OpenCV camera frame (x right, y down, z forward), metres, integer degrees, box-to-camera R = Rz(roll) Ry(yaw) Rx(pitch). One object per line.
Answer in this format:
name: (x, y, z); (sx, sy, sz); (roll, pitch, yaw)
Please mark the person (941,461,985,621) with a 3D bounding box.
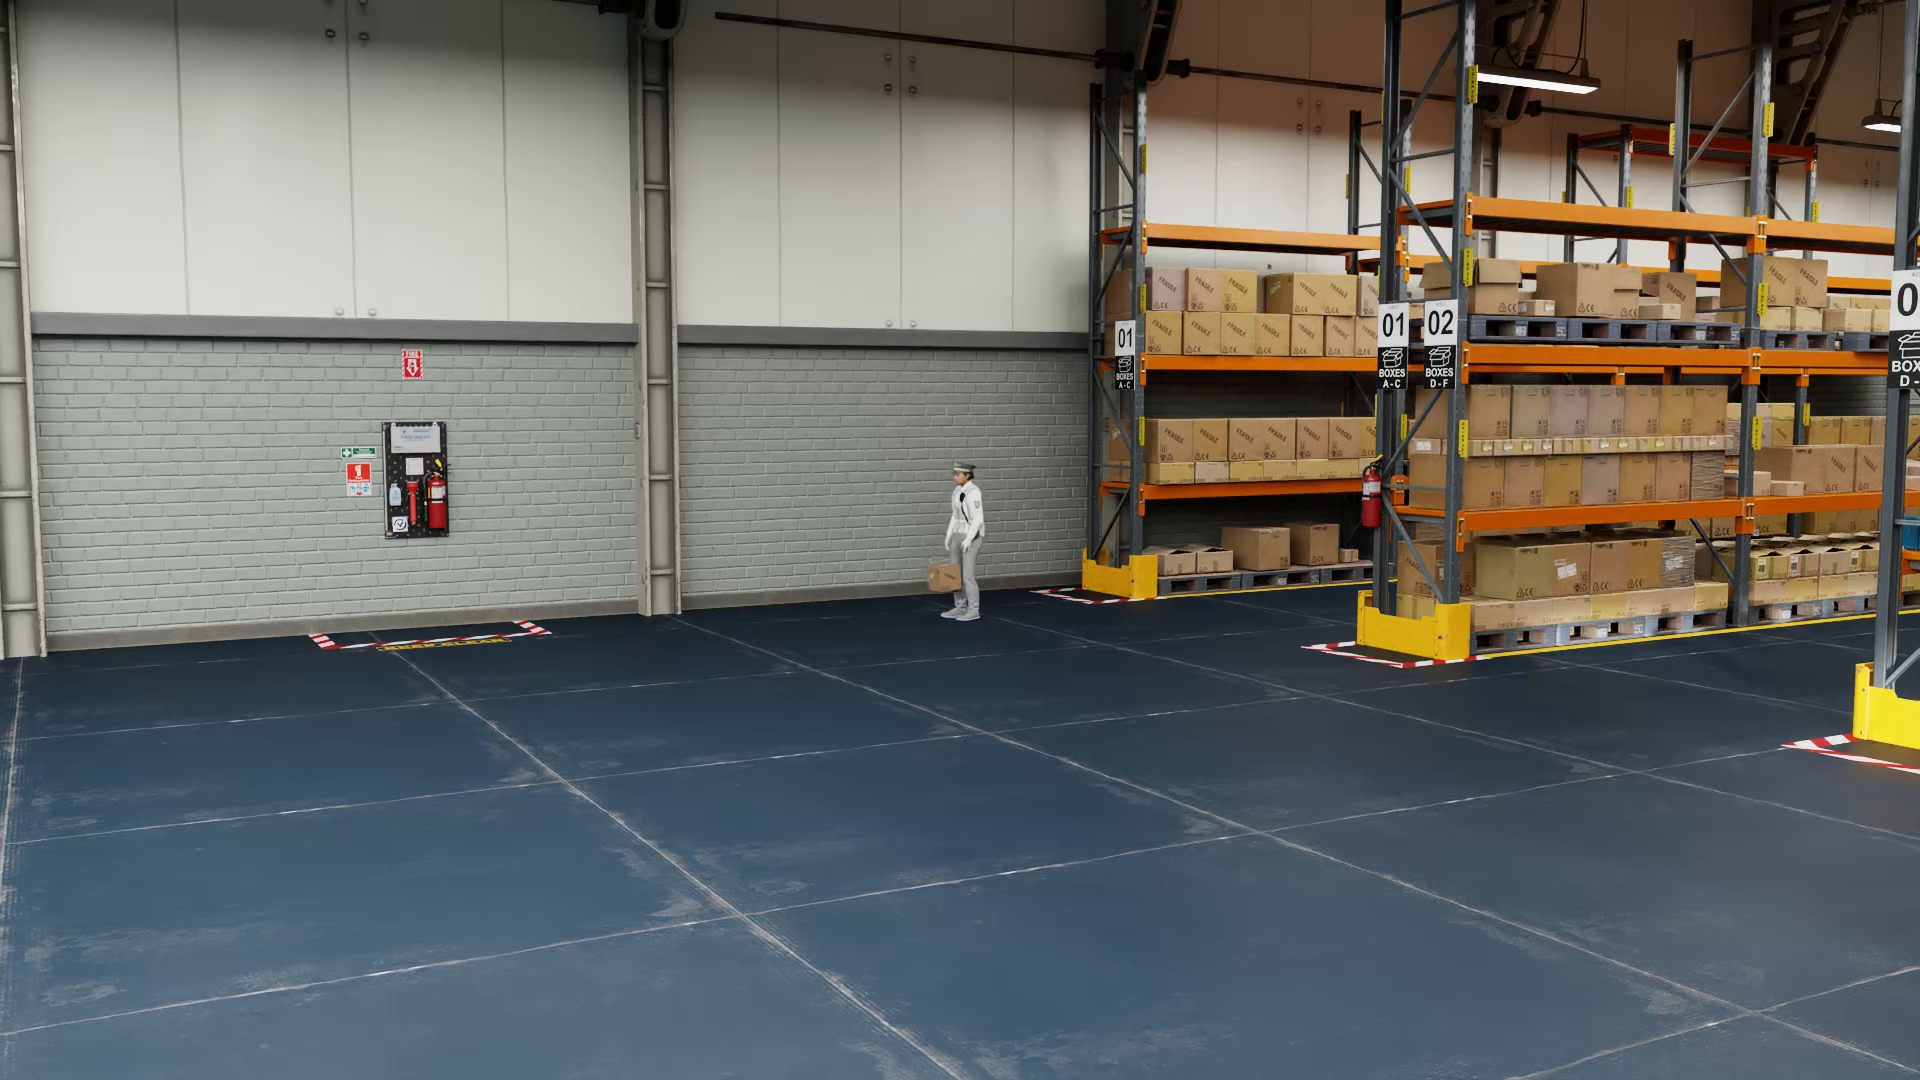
person: (0.056, 0.000, 17.434); (0.359, 1.671, 0.509); (-3, 6, -30)
